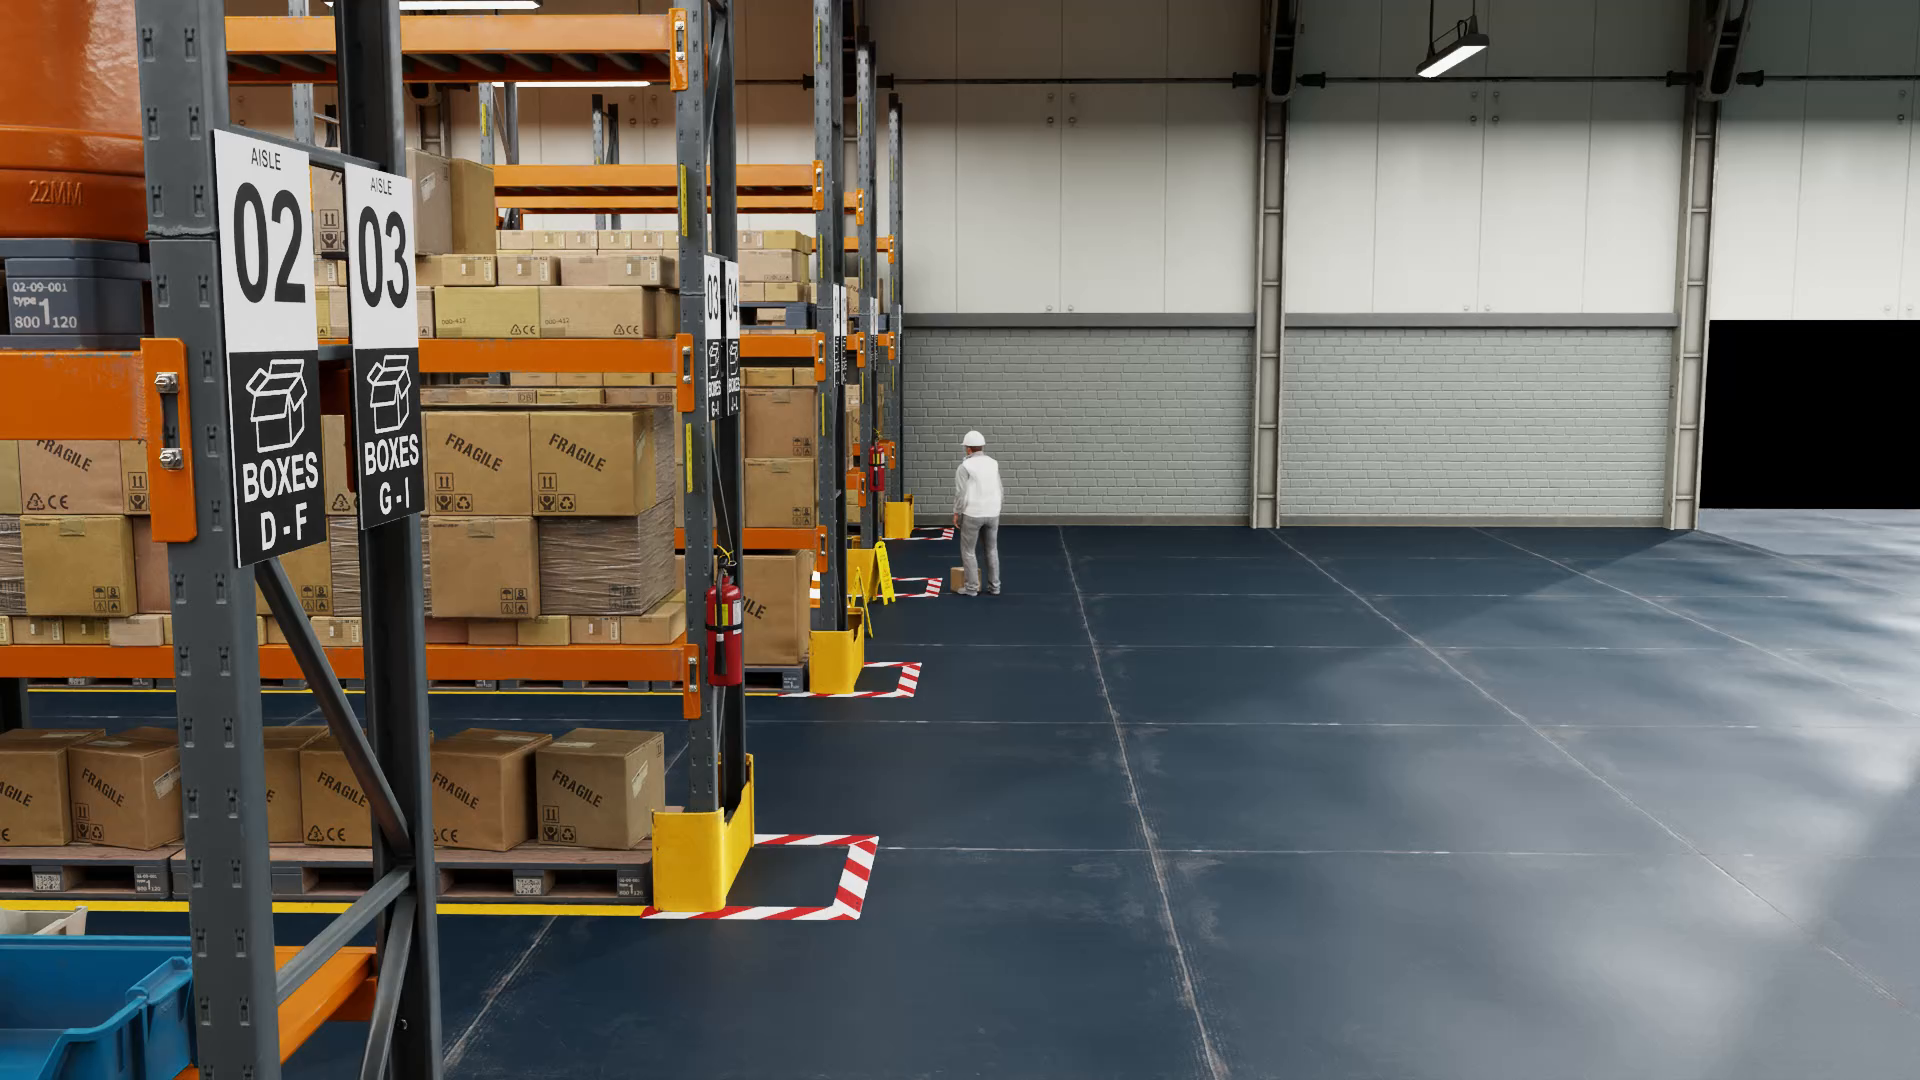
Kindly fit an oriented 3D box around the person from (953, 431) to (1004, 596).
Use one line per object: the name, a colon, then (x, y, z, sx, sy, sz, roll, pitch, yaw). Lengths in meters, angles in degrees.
person: (0.196, -0.290, 17.960, 0.592, 1.773, 0.459, -4, 8, -28)
